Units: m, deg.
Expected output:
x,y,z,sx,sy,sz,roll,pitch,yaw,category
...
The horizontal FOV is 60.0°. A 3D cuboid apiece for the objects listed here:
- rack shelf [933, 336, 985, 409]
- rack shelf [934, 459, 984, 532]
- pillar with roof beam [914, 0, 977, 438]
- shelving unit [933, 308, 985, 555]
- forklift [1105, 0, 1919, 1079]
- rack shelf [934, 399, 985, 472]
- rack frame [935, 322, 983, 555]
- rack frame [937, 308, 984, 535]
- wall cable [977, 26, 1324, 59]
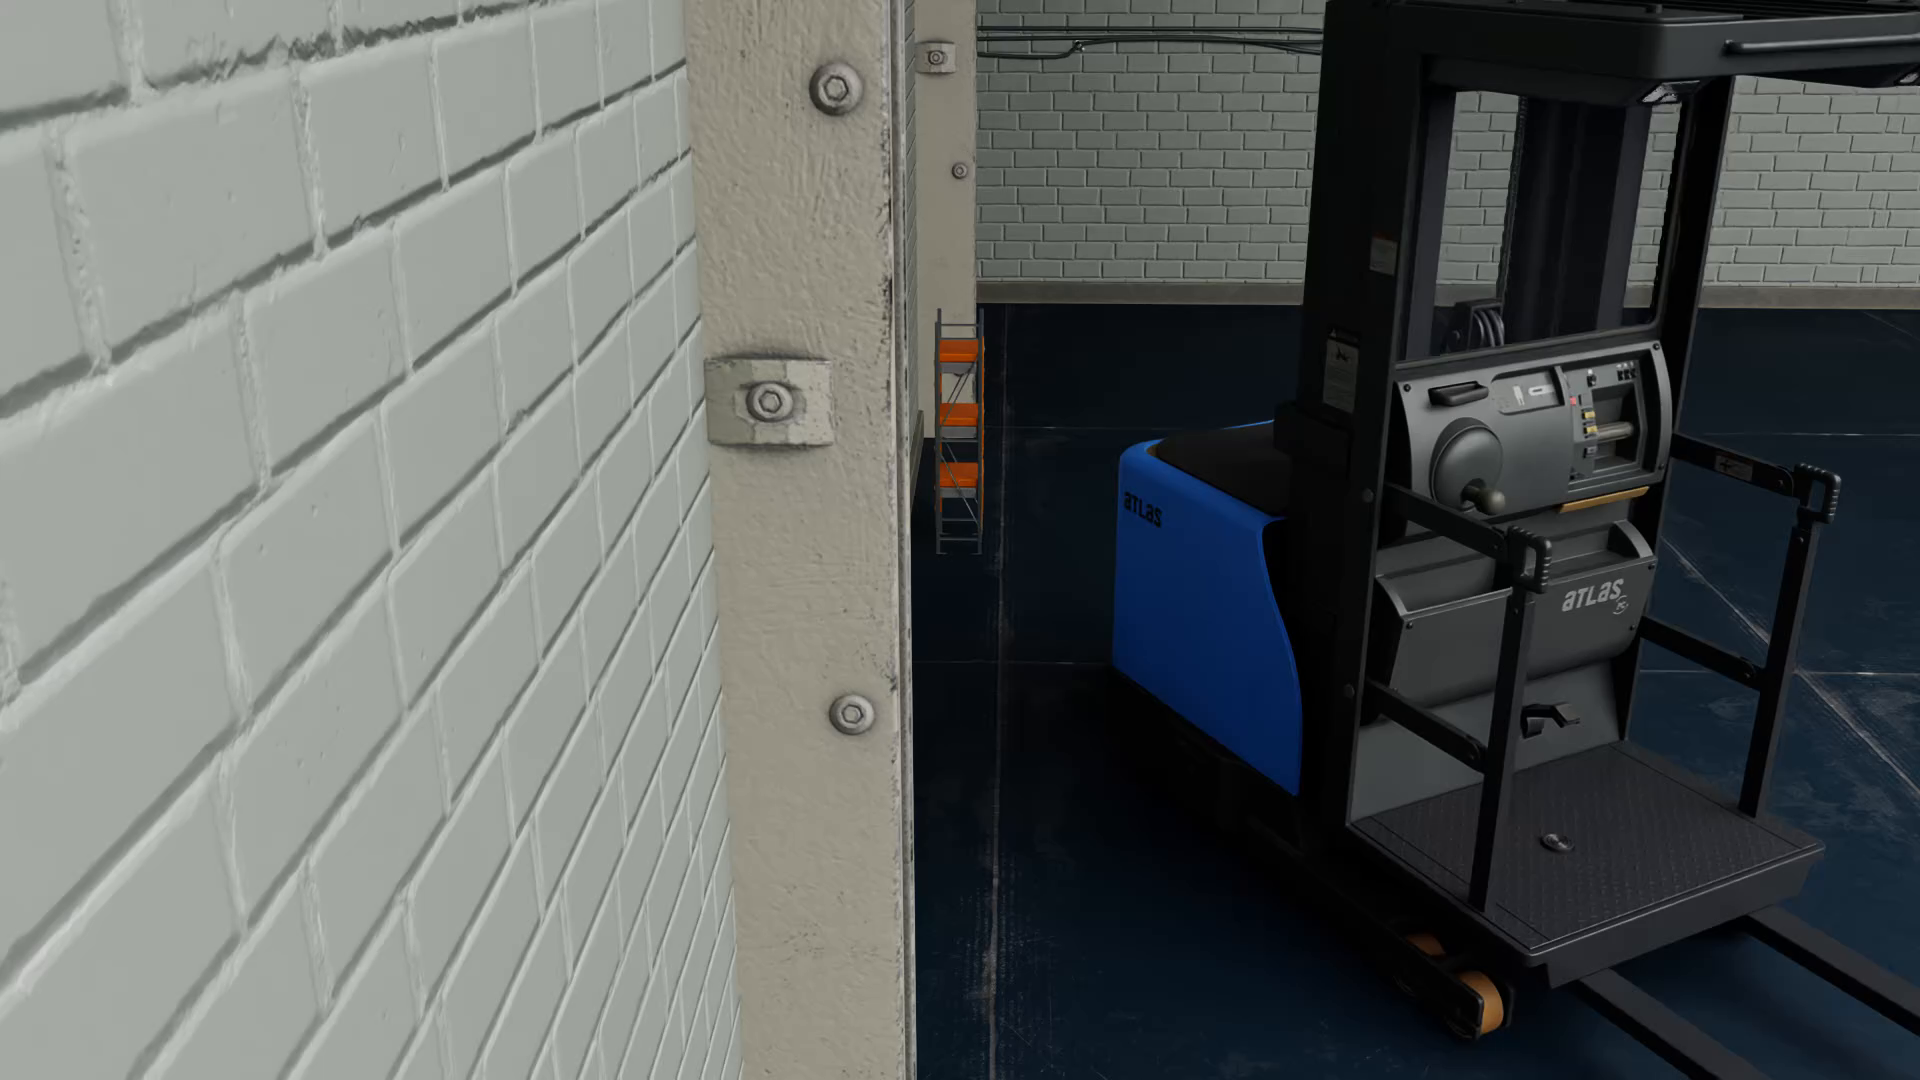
x,y,z,sx,sy,sz,roll,pitch,yaw,category
-0.002,-0.725,7.190,0.215,0.259,0.240,1,21,2,rack shelf
-0.002,-0.201,7.394,0.215,0.259,0.240,1,21,2,rack shelf
4.231,-4.771,7.384,9.100,9.000,0.400,1,21,2,pillar with roof beam
-0.002,-0.470,7.289,0.215,1.050,0.252,1,21,2,shelving unit
1.621,-0.280,4.198,1.130,2.935,3.031,-11,24,-25,forklift
-0.002,-0.460,7.293,0.215,0.259,0.240,1,21,2,rack shelf
-0.005,-0.426,7.175,0.200,1.050,0.008,1,21,2,rack frame
0.002,-0.514,7.403,0.200,1.050,0.008,1,21,2,rack frame
1.339,-4.421,10.776,3.097,2.526,0.112,1,21,2,wall cable
